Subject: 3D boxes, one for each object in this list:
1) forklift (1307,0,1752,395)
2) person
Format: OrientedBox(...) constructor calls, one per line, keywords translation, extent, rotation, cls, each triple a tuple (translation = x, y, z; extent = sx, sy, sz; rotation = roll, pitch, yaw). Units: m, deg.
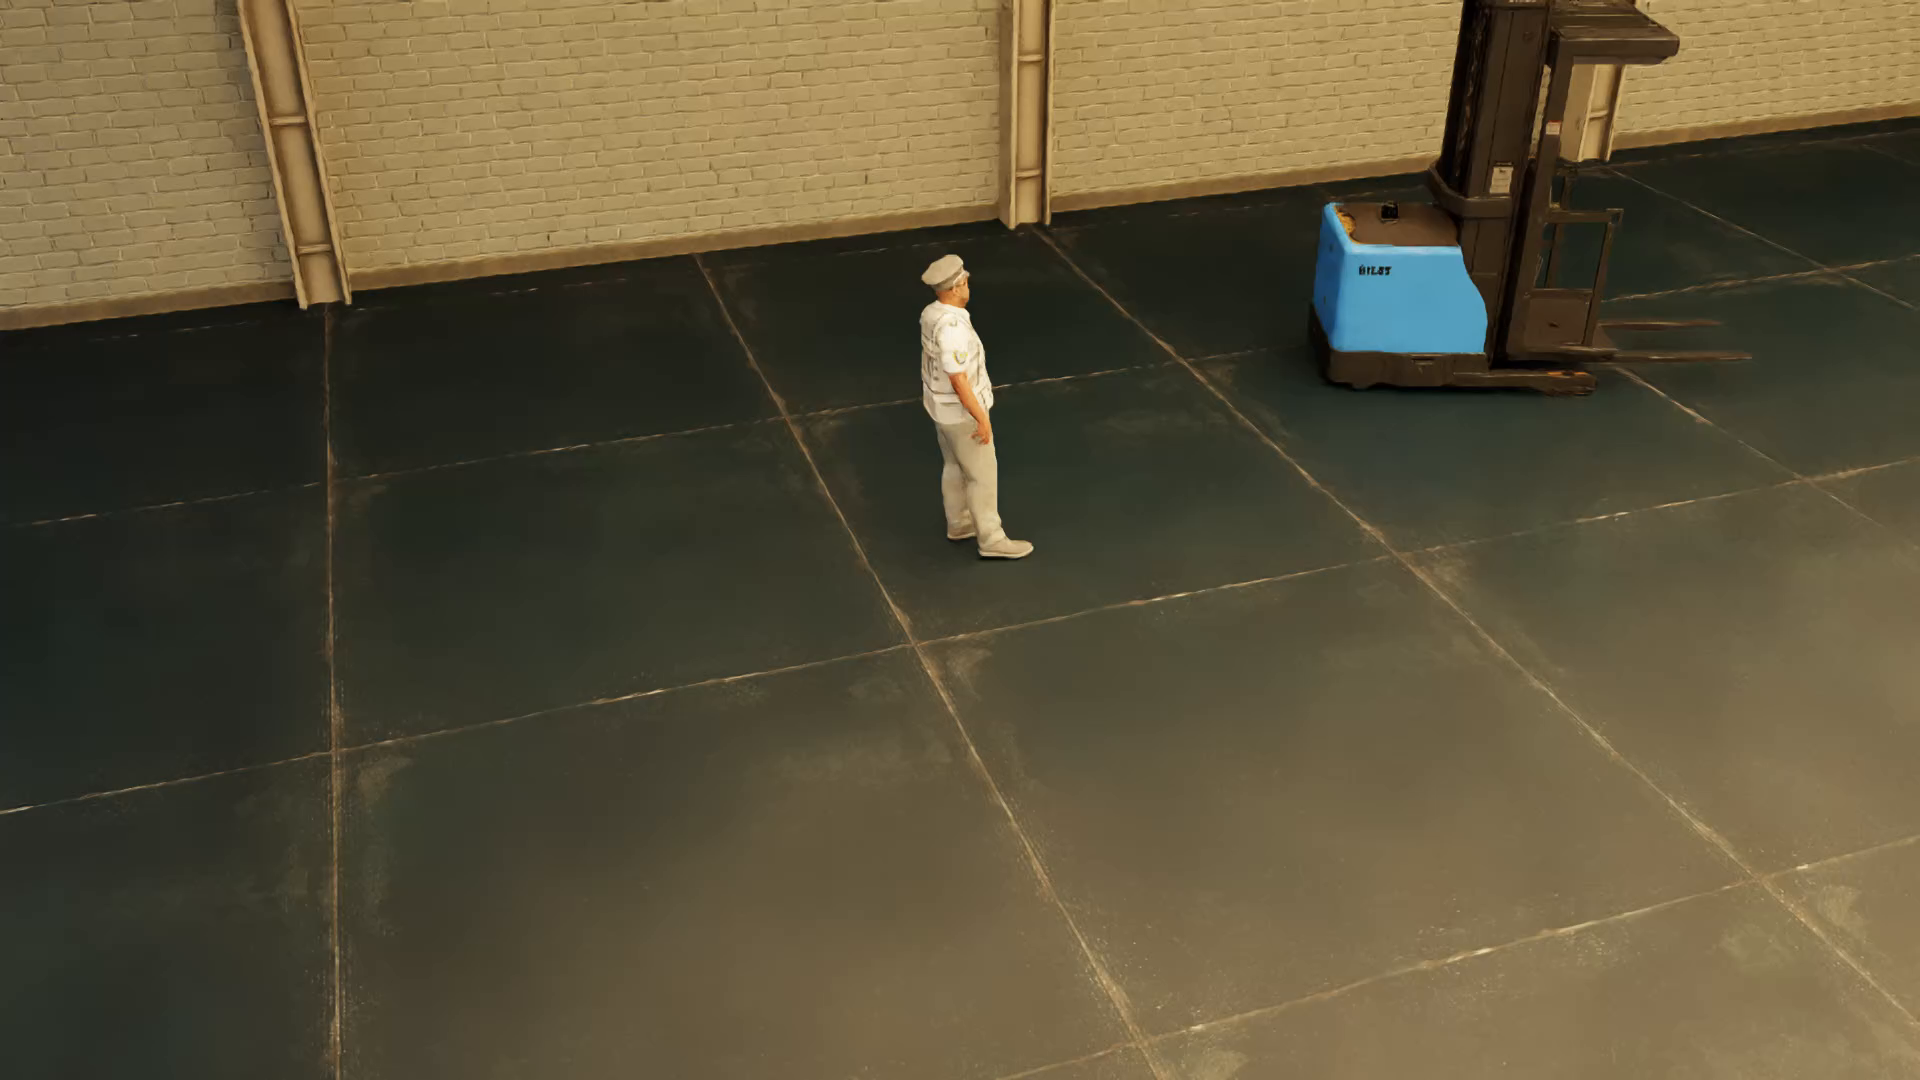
OrientedBox(translation=(4.144, -2.568, 11.551), extent=(3.031, 2.935, 1.130), rotation=(1, 30, 1), cls="forklift")
OrientedBox(translation=(0.078, -0.786, 9.589), extent=(0.574, 1.781, 0.640), rotation=(-10, 31, -16), cls="person")
